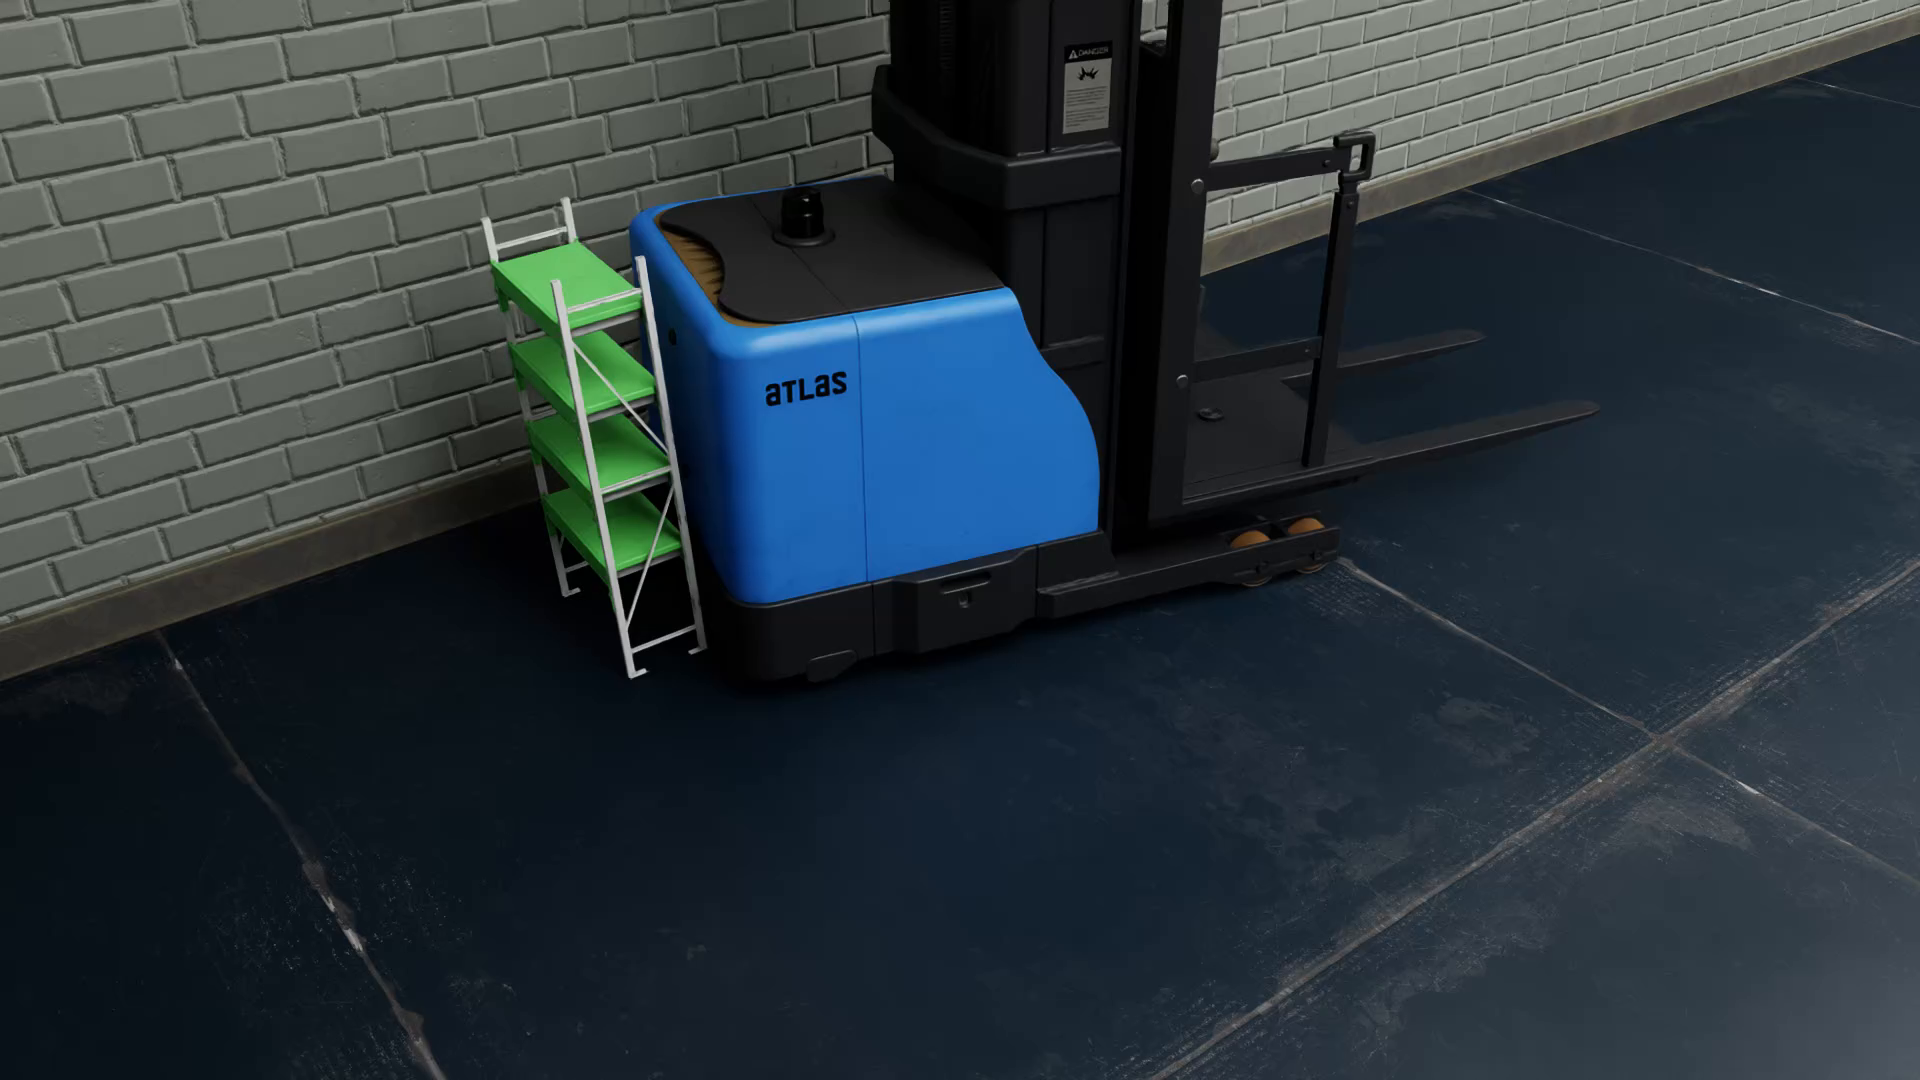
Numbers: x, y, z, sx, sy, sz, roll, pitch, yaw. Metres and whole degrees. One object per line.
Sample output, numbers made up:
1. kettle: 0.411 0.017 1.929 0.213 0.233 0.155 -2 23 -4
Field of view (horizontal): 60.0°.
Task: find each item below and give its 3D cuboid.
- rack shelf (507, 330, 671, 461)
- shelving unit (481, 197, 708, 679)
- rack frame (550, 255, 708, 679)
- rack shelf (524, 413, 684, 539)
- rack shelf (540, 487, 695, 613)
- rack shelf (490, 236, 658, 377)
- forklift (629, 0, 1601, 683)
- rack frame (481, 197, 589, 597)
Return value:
1. rack shelf: -0.989 -0.410 4.427 0.258 0.148 0.480 -22 38 -26
2. shelving unit: -0.982 -0.263 4.524 0.258 1.200 0.503 -22 38 -26
3. rack frame: -0.848 -0.155 4.350 0.240 1.200 0.015 -22 38 -26
4. rack shelf: -0.979 -0.210 4.559 0.258 0.148 0.480 -22 38 -26
5. rack shelf: -0.968 -0.010 4.691 0.258 0.148 0.480 -22 38 -26
6. rack shelf: -1.000 -0.610 4.294 0.258 0.148 0.480 -22 38 -26
7. forklift: 0.610 -1.348 4.642 3.031 2.935 1.130 -12 34 -19
8. rack frame: -1.115 -0.371 4.697 0.240 1.200 0.015 -22 38 -26
